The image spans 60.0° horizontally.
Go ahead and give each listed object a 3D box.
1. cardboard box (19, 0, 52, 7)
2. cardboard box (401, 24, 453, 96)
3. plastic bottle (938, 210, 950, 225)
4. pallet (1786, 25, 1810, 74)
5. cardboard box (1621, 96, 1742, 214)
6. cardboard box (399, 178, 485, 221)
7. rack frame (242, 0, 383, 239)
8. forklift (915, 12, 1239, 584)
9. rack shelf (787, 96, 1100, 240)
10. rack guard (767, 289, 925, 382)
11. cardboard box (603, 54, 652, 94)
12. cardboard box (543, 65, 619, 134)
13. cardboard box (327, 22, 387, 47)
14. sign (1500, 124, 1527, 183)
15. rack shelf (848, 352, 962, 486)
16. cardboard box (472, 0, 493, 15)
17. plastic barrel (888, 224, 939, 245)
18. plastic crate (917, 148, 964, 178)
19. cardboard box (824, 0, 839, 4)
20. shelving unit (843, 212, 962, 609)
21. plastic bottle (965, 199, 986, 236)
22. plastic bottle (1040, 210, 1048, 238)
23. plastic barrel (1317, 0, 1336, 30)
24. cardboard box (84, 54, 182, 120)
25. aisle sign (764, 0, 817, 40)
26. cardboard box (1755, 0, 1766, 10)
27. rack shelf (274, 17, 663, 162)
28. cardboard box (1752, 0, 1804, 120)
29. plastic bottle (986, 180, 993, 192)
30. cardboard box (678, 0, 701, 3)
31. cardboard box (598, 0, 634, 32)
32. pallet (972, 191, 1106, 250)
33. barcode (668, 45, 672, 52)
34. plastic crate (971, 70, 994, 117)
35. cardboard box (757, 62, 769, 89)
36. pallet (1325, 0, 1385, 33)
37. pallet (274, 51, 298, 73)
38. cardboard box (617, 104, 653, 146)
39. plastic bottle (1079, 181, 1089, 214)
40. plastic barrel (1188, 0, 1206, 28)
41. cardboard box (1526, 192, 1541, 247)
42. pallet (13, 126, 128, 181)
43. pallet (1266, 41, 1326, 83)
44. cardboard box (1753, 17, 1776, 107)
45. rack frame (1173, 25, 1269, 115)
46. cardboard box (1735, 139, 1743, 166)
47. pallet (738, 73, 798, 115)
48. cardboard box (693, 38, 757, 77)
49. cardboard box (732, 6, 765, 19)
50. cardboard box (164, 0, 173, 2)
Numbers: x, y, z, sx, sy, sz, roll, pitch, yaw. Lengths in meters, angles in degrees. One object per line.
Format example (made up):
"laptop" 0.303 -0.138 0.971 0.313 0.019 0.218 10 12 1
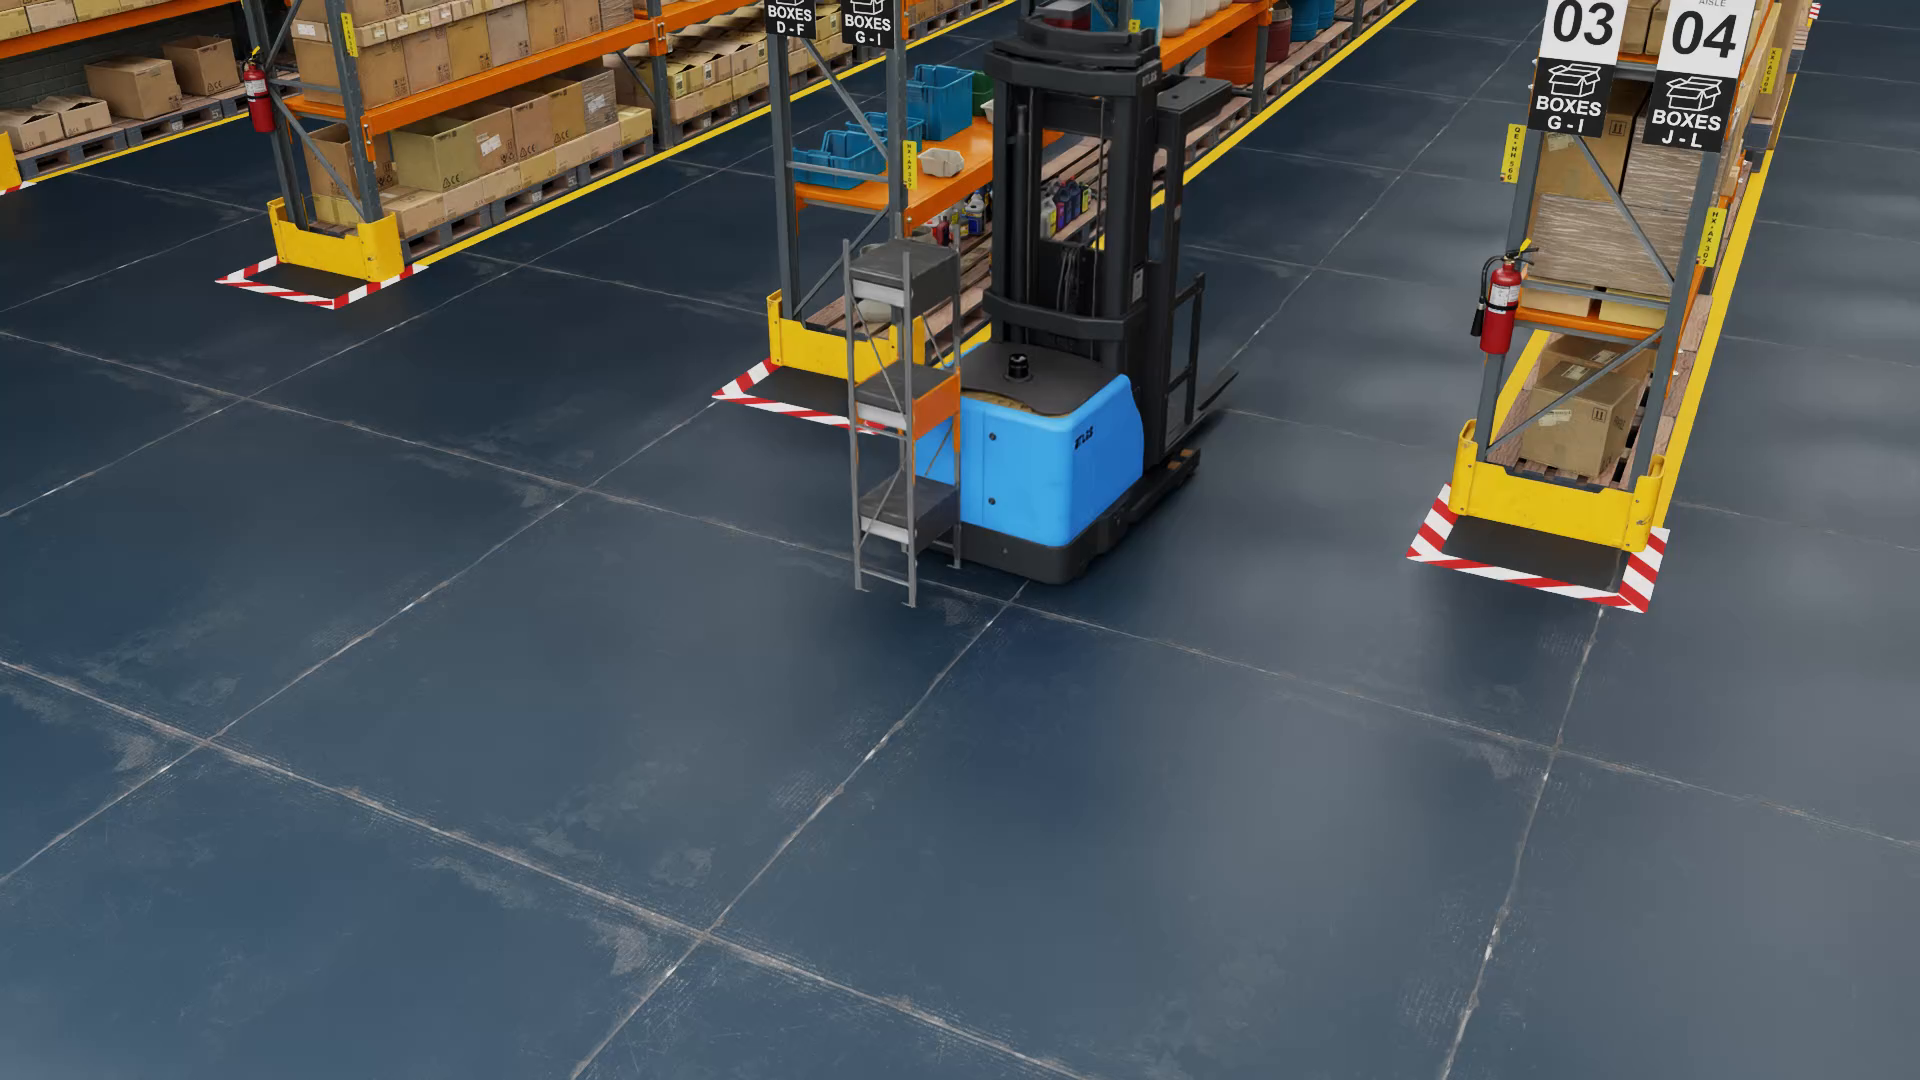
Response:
"cardboard box" -8.922 -5.390 15.792 0.500 0.500 0.500 14 33 23
"cardboard box" -4.771 -4.120 14.103 0.700 0.500 0.500 15 33 25
"plastic bottle" -0.173 -2.604 13.856 0.152 0.276 0.135 13 32 22
"pallet" 7.002 -4.513 15.080 1.213 0.211 1.003 14 33 23
"cardboard box" 4.080 -2.178 9.418 0.500 0.500 0.500 14 33 23
"cardboard box" -4.563 -3.038 14.659 0.500 0.250 0.500 14 33 23
"rack frame" -5.230 -3.639 13.365 1.000 3.000 0.127 14 33 23
"forklift" 0.899 -1.718 10.089 1.130 2.935 3.031 16 34 26
"rack shelf" 0.089 -3.088 13.129 1.077 0.370 4.000 14 33 23
"rack guard" -0.829 -1.474 12.105 1.175 0.500 0.348 14 33 23
"cardboard box" -3.478 -4.890 17.319 0.500 0.311 0.500 14 33 23
"cardboard box" -3.663 -4.253 16.021 0.500 0.500 0.500 14 33 23
"cardboard box" -4.859 -4.089 13.396 0.380 0.149 0.250 14 33 23
"sign" 3.102 -2.164 9.316 0.100 0.325 0.005 14 33 23
"rack shelf" -0.298 -0.669 9.125 0.431 0.518 0.480 17 34 27
"cardboard box" -4.275 -4.660 14.392 0.380 0.149 0.250 14 33 23
"plastic barrel" -0.362 -2.148 12.846 0.421 0.512 0.421 0 30 0
"plastic crate" -0.128 -2.723 12.035 0.298 0.136 0.250 14 33 23
"cardboard box" -1.368 -6.760 20.869 0.500 0.500 0.500 16 33 25
"shelving unit" -0.298 -0.681 9.118 0.431 2.100 0.503 17 34 27
"plastic bottle" 0.127 -2.738 14.090 0.152 0.276 0.135 14 33 23
"plastic bottle" 0.651 -2.646 13.930 0.152 0.276 0.135 15 33 24
"plastic barrel" 4.382 -6.868 20.674 0.600 0.901 0.708 14 33 23
"cardboard box" -8.608 -4.721 17.317 0.700 0.500 0.500 12 32 20
"aisle sign" -1.119 -3.676 10.820 0.394 0.787 0.004 14 33 23
"cardboard box" 4.123 -2.961 8.923 0.380 0.149 0.250 15 33 24
"rack shelf" -4.319 -4.214 15.088 1.077 0.370 4.000 14 33 23
"cardboard box" 5.896 -3.926 12.841 1.000 1.000 1.000 15 33 24
"plastic bottle" 0.263 -3.065 14.584 0.144 0.351 0.185 15 33 25
"cardboard box" -2.822 -5.650 17.119 0.380 0.149 0.250 14 33 23
"cardboard box" -3.604 -5.257 16.083 0.700 0.500 0.500 13 32 22
"pallet" 0.657 -2.789 14.686 1.003 0.211 1.213 14 33 23
"barcode" -2.921 -4.954 16.759 0.001 0.075 0.075 14 33 23
"plastic crate" 0.130 -3.657 13.610 0.450 0.188 0.662 14 33 23
"cardboard box" -2.303 -5.206 18.434 0.500 0.250 0.500 15 33 24
"pallet" 4.945 -6.959 21.947 1.003 0.211 1.213 14 33 23
"pallet" -7.466 -5.671 19.703 1.003 0.211 1.213 14 33 23
"cardboard box" -3.424 -4.147 16.589 0.500 0.250 0.500 14 33 23
"plastic bottle" 1.075 -3.012 14.558 0.061 0.283 0.133 16 34 26
"plastic barrel" 2.163 -5.237 16.012 0.433 0.535 0.433 0 30 0
"cardboard box" 3.983 -2.049 10.197 0.875 0.500 0.500 14 33 23
"pallet" -9.205 -3.938 16.685 1.003 0.211 1.213 14 33 23
"pallet" 3.701 -5.749 19.839 1.003 0.211 1.213 14 33 23
"cardboard box" 5.223 -3.285 11.346 0.500 0.500 0.500 14 33 23
"rack frame" 2.822 -6.060 17.581 1.000 3.000 0.127 14 33 23
"cardboard box" 5.573 -2.892 12.317 0.380 0.149 0.250 14 33 23
"pallet" -2.552 -5.081 18.677 1.003 0.211 1.213 14 33 23
"cardboard box" -2.530 -5.222 17.899 0.500 0.311 0.500 13 32 22
"cardboard box" -2.317 -6.018 19.284 0.500 0.311 0.500 13 33 22
"cardboard box" -8.215 -5.754 17.178 0.500 0.250 0.500 14 33 23
